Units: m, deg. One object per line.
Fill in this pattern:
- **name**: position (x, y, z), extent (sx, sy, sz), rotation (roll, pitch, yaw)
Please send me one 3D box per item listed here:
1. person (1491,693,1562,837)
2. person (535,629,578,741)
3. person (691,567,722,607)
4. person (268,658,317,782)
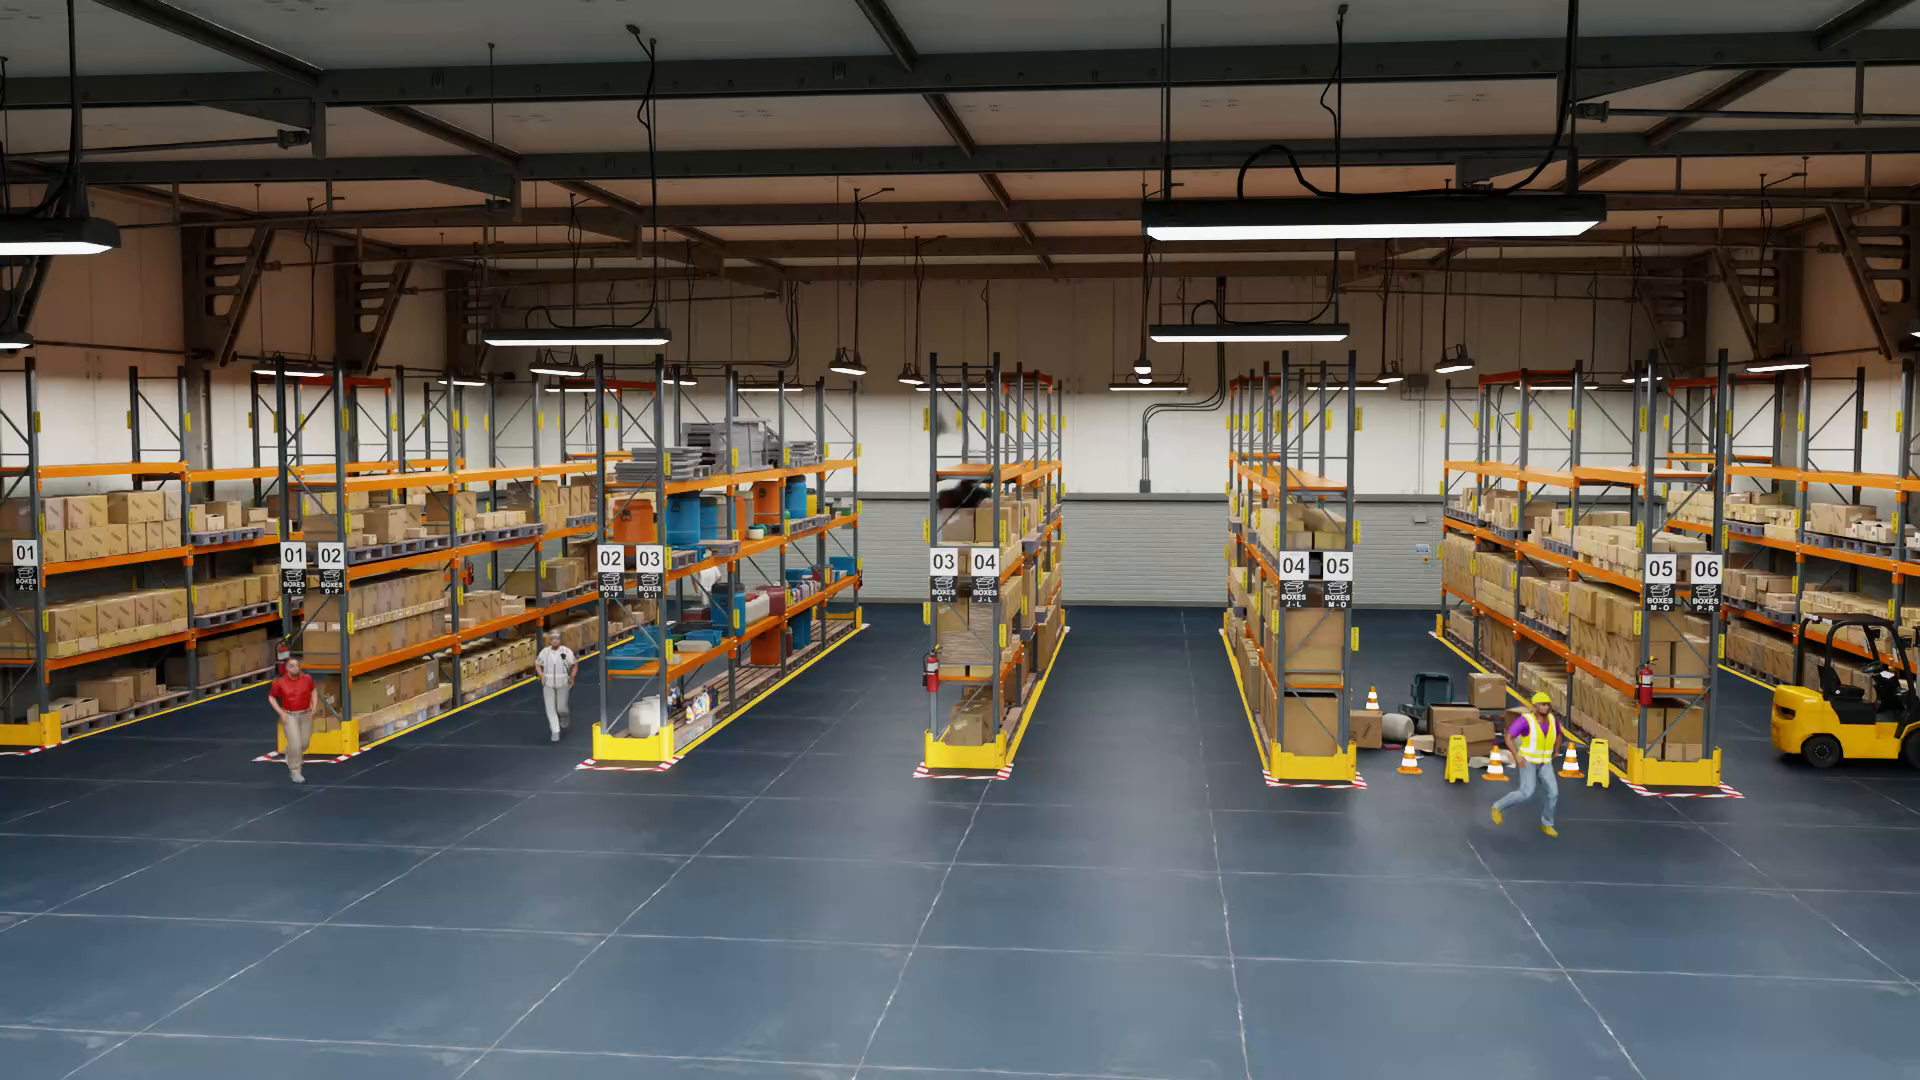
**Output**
- **person**: position (6.998, 2.730, 20.316), extent (0.887, 1.760, 0.663), rotation (-2, 4, -22)
- **person**: position (-6.414, 2.277, 26.408), extent (0.664, 1.749, 0.632), rotation (-1, 4, -8)
- **person**: position (-6.205, 1.255, 40.855), extent (0.731, 1.773, 0.828), rotation (-2, 4, -23)
- **person**: position (-9.383, 2.511, 23.398), extent (0.666, 1.733, 0.723), rotation (-4, 6, -43)
